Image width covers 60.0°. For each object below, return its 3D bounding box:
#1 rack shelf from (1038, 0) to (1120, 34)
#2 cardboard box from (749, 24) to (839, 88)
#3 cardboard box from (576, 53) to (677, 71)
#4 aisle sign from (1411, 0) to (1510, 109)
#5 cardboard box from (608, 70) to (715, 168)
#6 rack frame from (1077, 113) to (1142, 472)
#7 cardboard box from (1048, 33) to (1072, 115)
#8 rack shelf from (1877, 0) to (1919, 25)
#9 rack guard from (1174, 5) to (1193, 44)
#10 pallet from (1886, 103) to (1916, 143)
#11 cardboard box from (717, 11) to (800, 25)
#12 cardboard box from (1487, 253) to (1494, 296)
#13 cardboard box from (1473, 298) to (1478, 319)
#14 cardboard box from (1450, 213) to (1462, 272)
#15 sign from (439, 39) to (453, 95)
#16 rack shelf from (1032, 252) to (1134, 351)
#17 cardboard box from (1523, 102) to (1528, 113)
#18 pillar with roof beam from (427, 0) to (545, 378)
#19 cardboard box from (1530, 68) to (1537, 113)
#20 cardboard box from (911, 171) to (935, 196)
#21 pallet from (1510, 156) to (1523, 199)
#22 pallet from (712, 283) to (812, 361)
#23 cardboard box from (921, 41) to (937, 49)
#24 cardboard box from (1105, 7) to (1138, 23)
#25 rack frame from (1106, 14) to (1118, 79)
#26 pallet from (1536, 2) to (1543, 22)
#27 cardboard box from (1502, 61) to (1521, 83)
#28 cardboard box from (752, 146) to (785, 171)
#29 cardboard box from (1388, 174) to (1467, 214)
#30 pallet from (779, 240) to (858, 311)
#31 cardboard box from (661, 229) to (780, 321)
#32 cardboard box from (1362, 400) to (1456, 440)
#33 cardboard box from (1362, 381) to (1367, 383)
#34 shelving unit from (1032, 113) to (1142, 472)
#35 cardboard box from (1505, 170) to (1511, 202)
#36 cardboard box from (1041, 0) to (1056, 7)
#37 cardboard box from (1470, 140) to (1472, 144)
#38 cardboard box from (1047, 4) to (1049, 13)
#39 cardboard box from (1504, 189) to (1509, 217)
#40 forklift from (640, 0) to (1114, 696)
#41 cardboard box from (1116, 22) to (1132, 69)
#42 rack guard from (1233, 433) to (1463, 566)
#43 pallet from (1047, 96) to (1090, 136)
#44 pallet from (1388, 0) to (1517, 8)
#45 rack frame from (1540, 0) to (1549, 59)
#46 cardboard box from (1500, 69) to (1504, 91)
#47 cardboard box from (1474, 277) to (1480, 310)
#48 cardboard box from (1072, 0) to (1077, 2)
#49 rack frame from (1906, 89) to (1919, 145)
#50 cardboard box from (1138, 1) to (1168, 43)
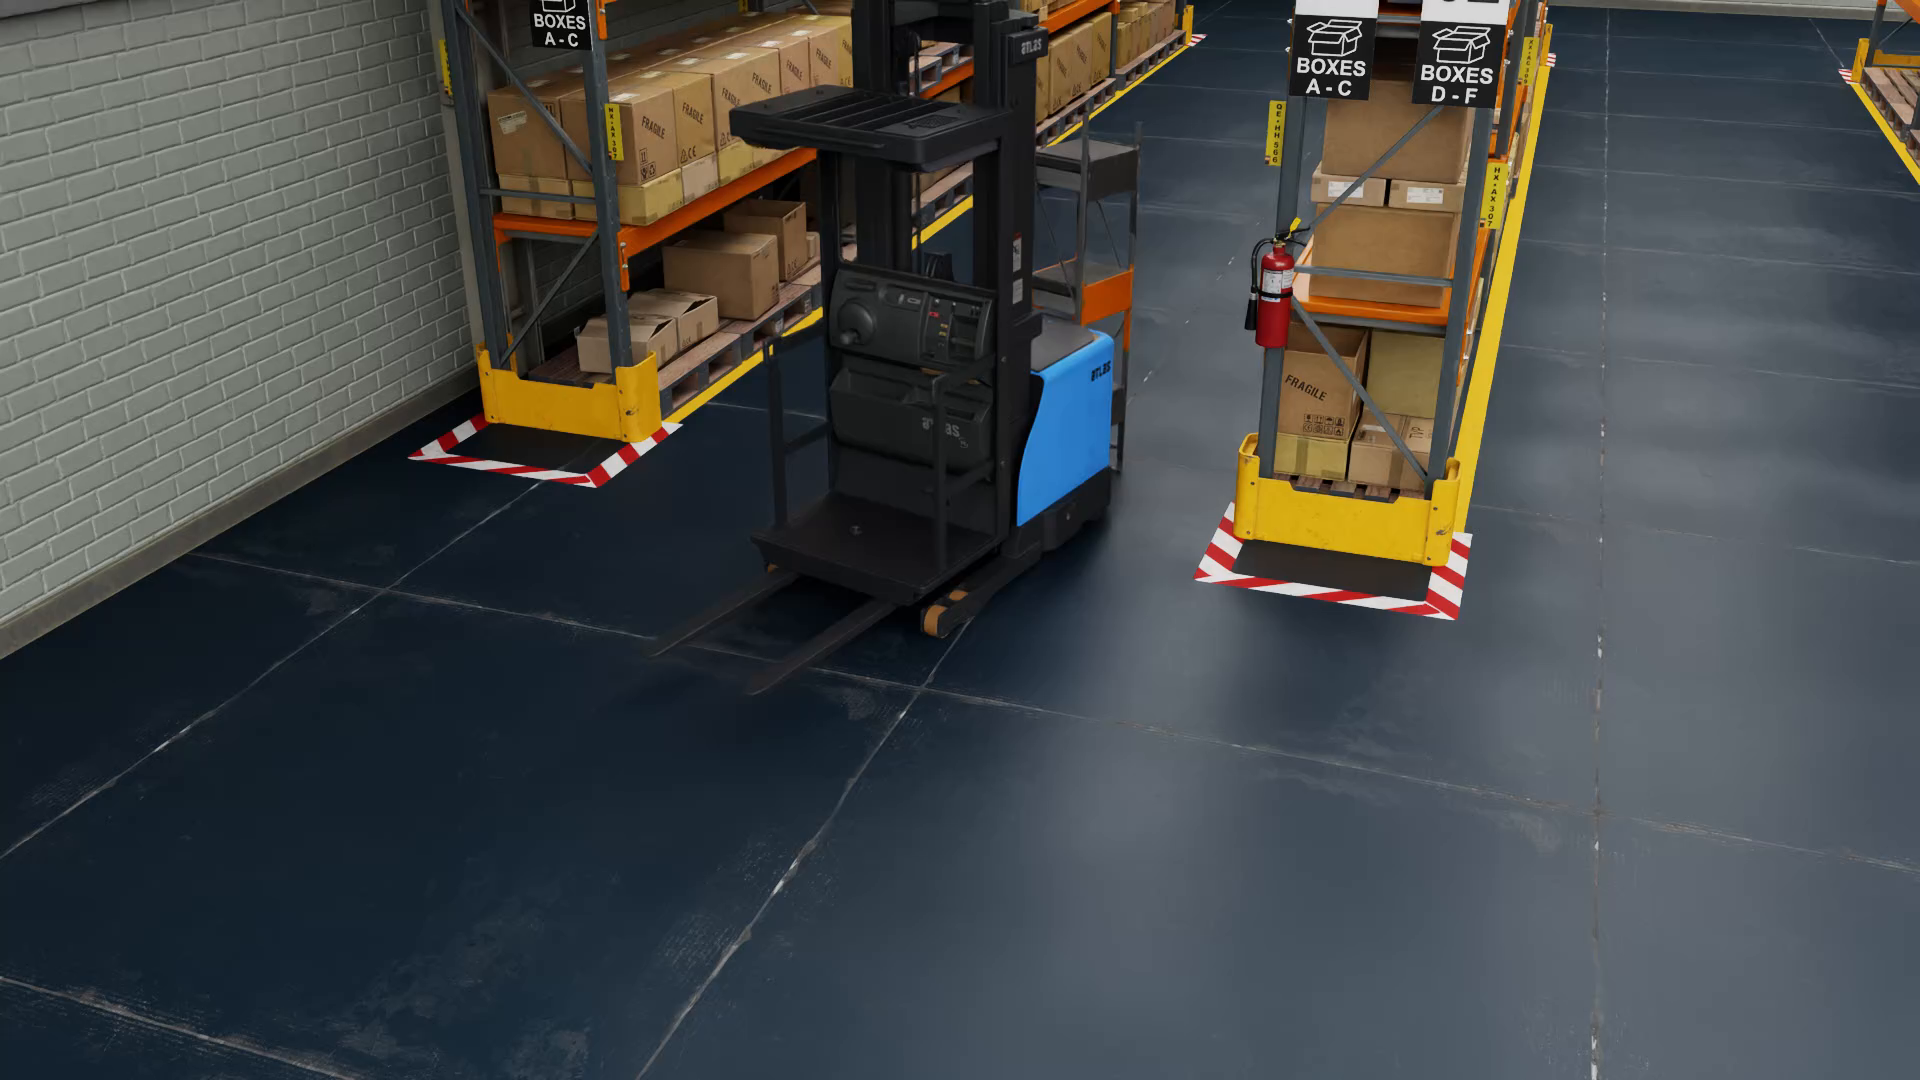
[{"bbox_3d":[0.783,-5.867,18.751,1.077,0.370,4.000,9,27,17],"label":"rack shelf"},{"bbox_3d":[-1.240,-3.559,12.447,0.500,0.500,0.500,9,27,17],"label":"cardboard box"},{"bbox_3d":[-2.243,-3.003,11.300,0.500,0.500,0.500,8,27,16],"label":"cardboard box"},{"bbox_3d":[2.395,-2.463,7.912,0.394,0.787,0.004,9,27,17],"label":"aisle sign"},{"bbox_3d":[-1.928,-2.715,10.703,0.500,0.500,0.500,9,27,18],"label":"cardboard box"},{"bbox_3d":[0.842,-1.418,9.767,0.400,2.100,0.015,21,32,36],"label":"rack frame"},{"bbox_3d":[0.784,-5.233,18.600,0.750,0.750,0.750,9,27,17],"label":"cardboard box"},{"bbox_3d":[11.457,-6.074,19.179,1.077,0.370,4.000,9,27,17],"label":"rack shelf"},{"bbox_3d":[2.788,-7.541,24.252,1.175,0.500,0.348,9,27,17],"label":"rack guard"},{"bbox_3d":[10.999,-4.629,18.568,1.003,0.211,1.213,9,27,17],"label":"pallet"},{"bbox_3d":[-1.567,-3.841,13.030,0.500,0.500,0.500,8,27,16],"label":"cardboard box"},{"bbox_3d":[3.827,-2.089,12.797,0.500,0.250,0.500,8,27,16],"label":"cardboard box"},{"bbox_3d":[3.335,-1.533,11.648,0.500,0.250,0.500,9,27,17],"label":"cardboard box"},{"bbox_3d":[2.466,-1.816,9.444,0.700,0.500,0.500,9,27,19],"label":"cardboard box"},{"bbox_3d":[-3.061,-2.833,9.969,0.100,0.325,0.005,9,27,17],"label":"sign"},{"bbox_3d":[0.683,-1.328,9.605,0.431,0.518,0.480,21,32,36],"label":"rack shelf"},{"bbox_3d":[5.380,-4.087,16.612,0.500,0.500,0.500,8,27,16],"label":"cardboard box"},{"bbox_3d":[0.933,-4.570,8.363,9.100,9.000,0.400,9,27,17],"label":"pillar with roof beam"},{"bbox_3d":[6.055,-4.922,18.338,0.500,0.500,0.500,9,27,18],"label":"cardboard box"},{"bbox_3d":[-0.651,-3.526,15.455,0.700,0.500,0.500,9,27,18],"label":"cardboard box"},{"bbox_3d":[5.075,-3.698,16.646,1.003,0.211,1.213,9,27,17],"label":"pallet"},{"bbox_3d":[-1.808,-1.686,12.490,1.003,0.211,1.213,9,27,17],"label":"pallet"},{"bbox_3d":[-0.629,-4.676,14.846,0.700,0.500,0.500,13,29,24],"label":"cardboard box"},{"bbox_3d":[2.081,-6.775,21.443,0.380,0.149,0.250,10,27,19],"label":"cardboard box"},{"bbox_3d":[1.449,-7.013,20.292,1.000,3.000,0.127,9,27,17],"label":"rack frame"},{"bbox_3d":[5.433,-5.365,17.110,1.003,0.211,1.213,9,27,17],"label":"pallet"},{"bbox_3d":[4.752,-4.129,14.625,0.380,0.149,0.250,9,27,17],"label":"cardboard box"},{"bbox_3d":[-1.578,-2.809,11.758,0.500,0.250,0.500,9,27,18],"label":"cardboard box"},{"bbox_3d":[2.462,-1.831,8.731,0.380,0.149,0.250,9,27,17],"label":"cardboard box"},{"bbox_3d":[-1.403,-2.189,13.529,1.003,0.211,1.213,9,27,17],"label":"pallet"},{"bbox_3d":[-1.748,-1.954,12.207,0.700,0.500,0.500,7,27,14],"label":"cardboard box"},{"bbox_3d":[2.679,-0.710,9.948,0.500,0.250,0.500,9,27,17],"label":"cardboard box"},{"bbox_3d":[2.348,-0.992,10.530,0.500,0.250,0.500,9,27,17],"label":"cardboard box"},{"bbox_3d":[0.683,-1.340,9.599,0.431,2.100,0.503,21,32,36],"label":"shelving unit"},{"bbox_3d":[4.342,-2.978,13.988,0.500,0.311,0.500,10,27,19],"label":"cardboard box"},{"bbox_3d":[0.704,-5.933,17.583,0.500,0.500,0.500,10,27,19],"label":"cardboard box"},{"bbox_3d":[2.804,-2.256,9.608,0.380,0.149,0.250,8,27,16],"label":"cardboard box"},{"bbox_3d":[0.752,-5.795,18.042,0.380,0.149,0.250,9,27,19],"label":"cardboard box"},{"bbox_3d":[4.507,-2.933,14.540,0.500,0.250,0.500,9,27,19],"label":"cardboard box"},{"bbox_3d":[-0.366,-1.066,8.088,1.130,2.935,3.031,16,30,30],"label":"forklift"},{"bbox_3d":[1.794,-6.369,21.349,0.700,0.500,0.500,9,27,18],"label":"cardboard box"},{"bbox_3d":[2.120,-0.230,9.150,1.175,0.500,0.348,9,27,17],"label":"rack guard"},{"bbox_3d":[0.859,-4.927,19.183,1.003,0.211,1.213,9,27,17],"label":"pallet"},{"bbox_3d":[2.388,-2.962,8.584,1.003,0.211,1.213,9,27,17],"label":"pallet"},{"bbox_3d":[7.453,-7.940,22.206,1.000,3.000,0.127,9,27,17],"label":"rack frame"},{"bbox_3d":[3.571,-3.202,11.563,0.380,0.149,0.250,9,27,17],"label":"cardboard box"},{"bbox_3d":[3.334,-1.871,11.485,0.500,0.500,0.500,9,27,17],"label":"cardboard box"},{"bbox_3d":[1.139,-6.213,18.905,0.380,0.149,0.250,8,27,16],"label":"cardboard box"},{"bbox_3d":[10.791,-5.576,17.324,1.000,3.000,0.127,9,27,17],"label":"rack frame"},{"bbox_3d":[2.475,-7.213,23.091,0.700,0.500,0.500,9,27,17],"label":"cardboard box"}]
